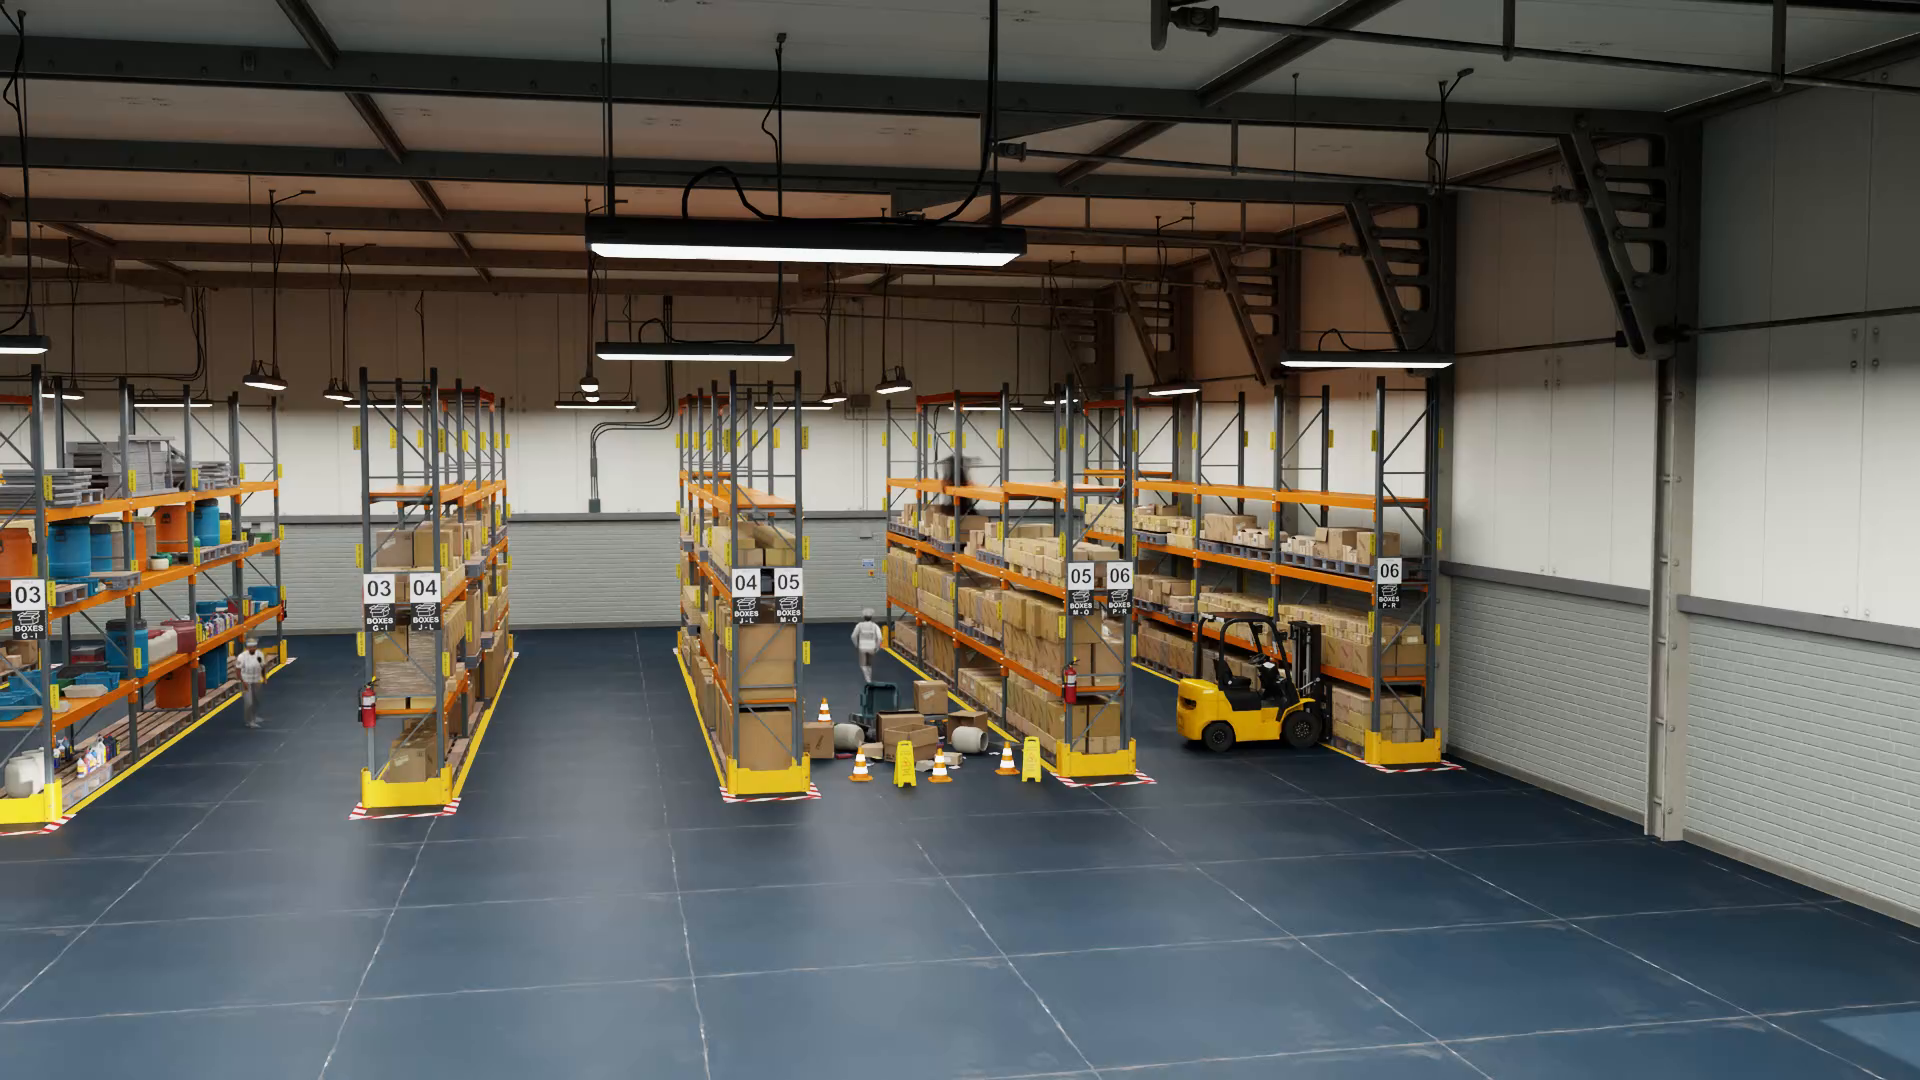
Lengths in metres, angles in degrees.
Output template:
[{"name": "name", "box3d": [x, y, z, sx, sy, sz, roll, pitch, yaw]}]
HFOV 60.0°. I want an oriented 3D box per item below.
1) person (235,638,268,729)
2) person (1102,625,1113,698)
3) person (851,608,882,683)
[{"name": "person", "box3d": [-12.391, 2.490, 29.054, 0.767, 1.615, 0.588, 3, 5, 42]}, {"name": "person", "box3d": [2.602, 2.245, 31.535, 0.665, 1.794, 0.917, -1, 4, -16]}, {"name": "person", "box3d": [-1.851, 2.215, 33.001, 0.624, 1.703, 0.688, 0, 3, -6]}]
